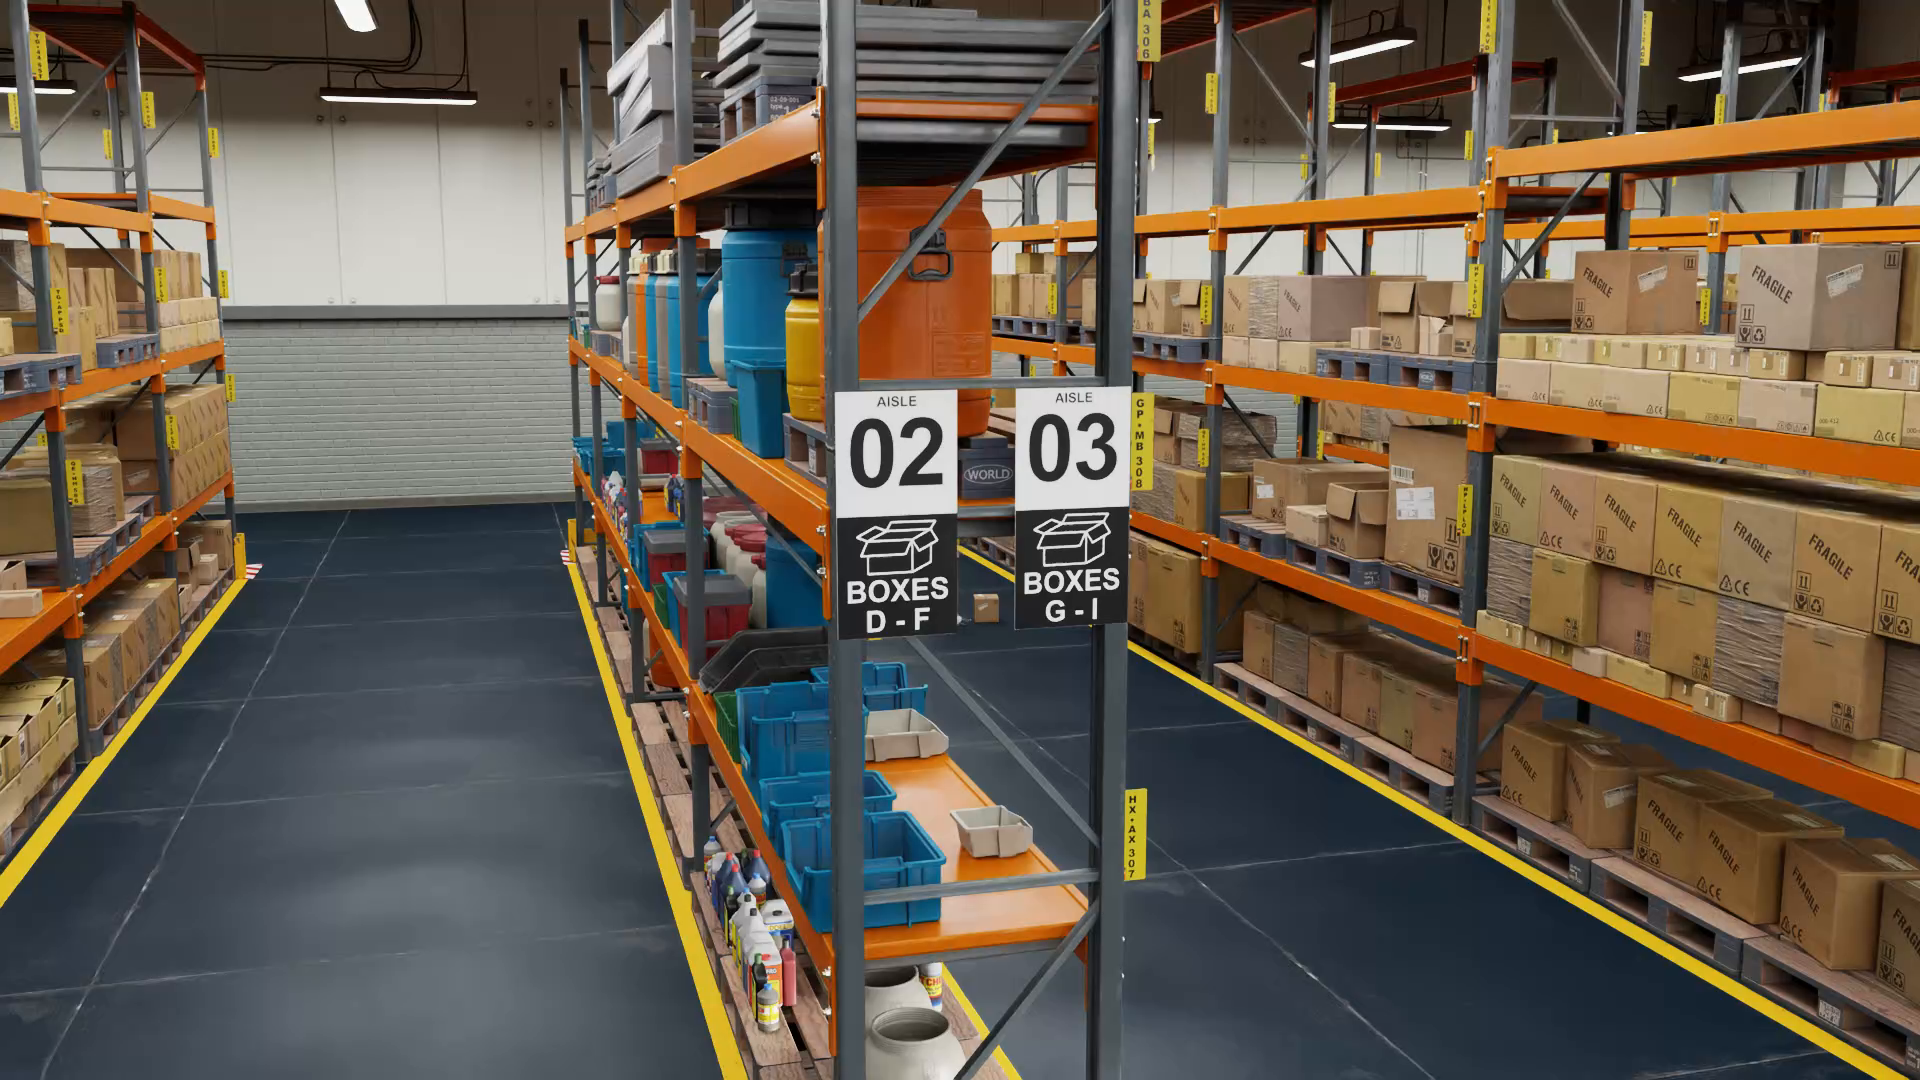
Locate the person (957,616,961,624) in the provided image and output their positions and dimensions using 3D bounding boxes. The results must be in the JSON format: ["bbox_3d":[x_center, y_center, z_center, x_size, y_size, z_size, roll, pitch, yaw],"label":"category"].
[{"bbox_3d":[-0.210,-0.034,17.048,0.435,1.783,0.600,-1,9,-5],"label":"person"}]
